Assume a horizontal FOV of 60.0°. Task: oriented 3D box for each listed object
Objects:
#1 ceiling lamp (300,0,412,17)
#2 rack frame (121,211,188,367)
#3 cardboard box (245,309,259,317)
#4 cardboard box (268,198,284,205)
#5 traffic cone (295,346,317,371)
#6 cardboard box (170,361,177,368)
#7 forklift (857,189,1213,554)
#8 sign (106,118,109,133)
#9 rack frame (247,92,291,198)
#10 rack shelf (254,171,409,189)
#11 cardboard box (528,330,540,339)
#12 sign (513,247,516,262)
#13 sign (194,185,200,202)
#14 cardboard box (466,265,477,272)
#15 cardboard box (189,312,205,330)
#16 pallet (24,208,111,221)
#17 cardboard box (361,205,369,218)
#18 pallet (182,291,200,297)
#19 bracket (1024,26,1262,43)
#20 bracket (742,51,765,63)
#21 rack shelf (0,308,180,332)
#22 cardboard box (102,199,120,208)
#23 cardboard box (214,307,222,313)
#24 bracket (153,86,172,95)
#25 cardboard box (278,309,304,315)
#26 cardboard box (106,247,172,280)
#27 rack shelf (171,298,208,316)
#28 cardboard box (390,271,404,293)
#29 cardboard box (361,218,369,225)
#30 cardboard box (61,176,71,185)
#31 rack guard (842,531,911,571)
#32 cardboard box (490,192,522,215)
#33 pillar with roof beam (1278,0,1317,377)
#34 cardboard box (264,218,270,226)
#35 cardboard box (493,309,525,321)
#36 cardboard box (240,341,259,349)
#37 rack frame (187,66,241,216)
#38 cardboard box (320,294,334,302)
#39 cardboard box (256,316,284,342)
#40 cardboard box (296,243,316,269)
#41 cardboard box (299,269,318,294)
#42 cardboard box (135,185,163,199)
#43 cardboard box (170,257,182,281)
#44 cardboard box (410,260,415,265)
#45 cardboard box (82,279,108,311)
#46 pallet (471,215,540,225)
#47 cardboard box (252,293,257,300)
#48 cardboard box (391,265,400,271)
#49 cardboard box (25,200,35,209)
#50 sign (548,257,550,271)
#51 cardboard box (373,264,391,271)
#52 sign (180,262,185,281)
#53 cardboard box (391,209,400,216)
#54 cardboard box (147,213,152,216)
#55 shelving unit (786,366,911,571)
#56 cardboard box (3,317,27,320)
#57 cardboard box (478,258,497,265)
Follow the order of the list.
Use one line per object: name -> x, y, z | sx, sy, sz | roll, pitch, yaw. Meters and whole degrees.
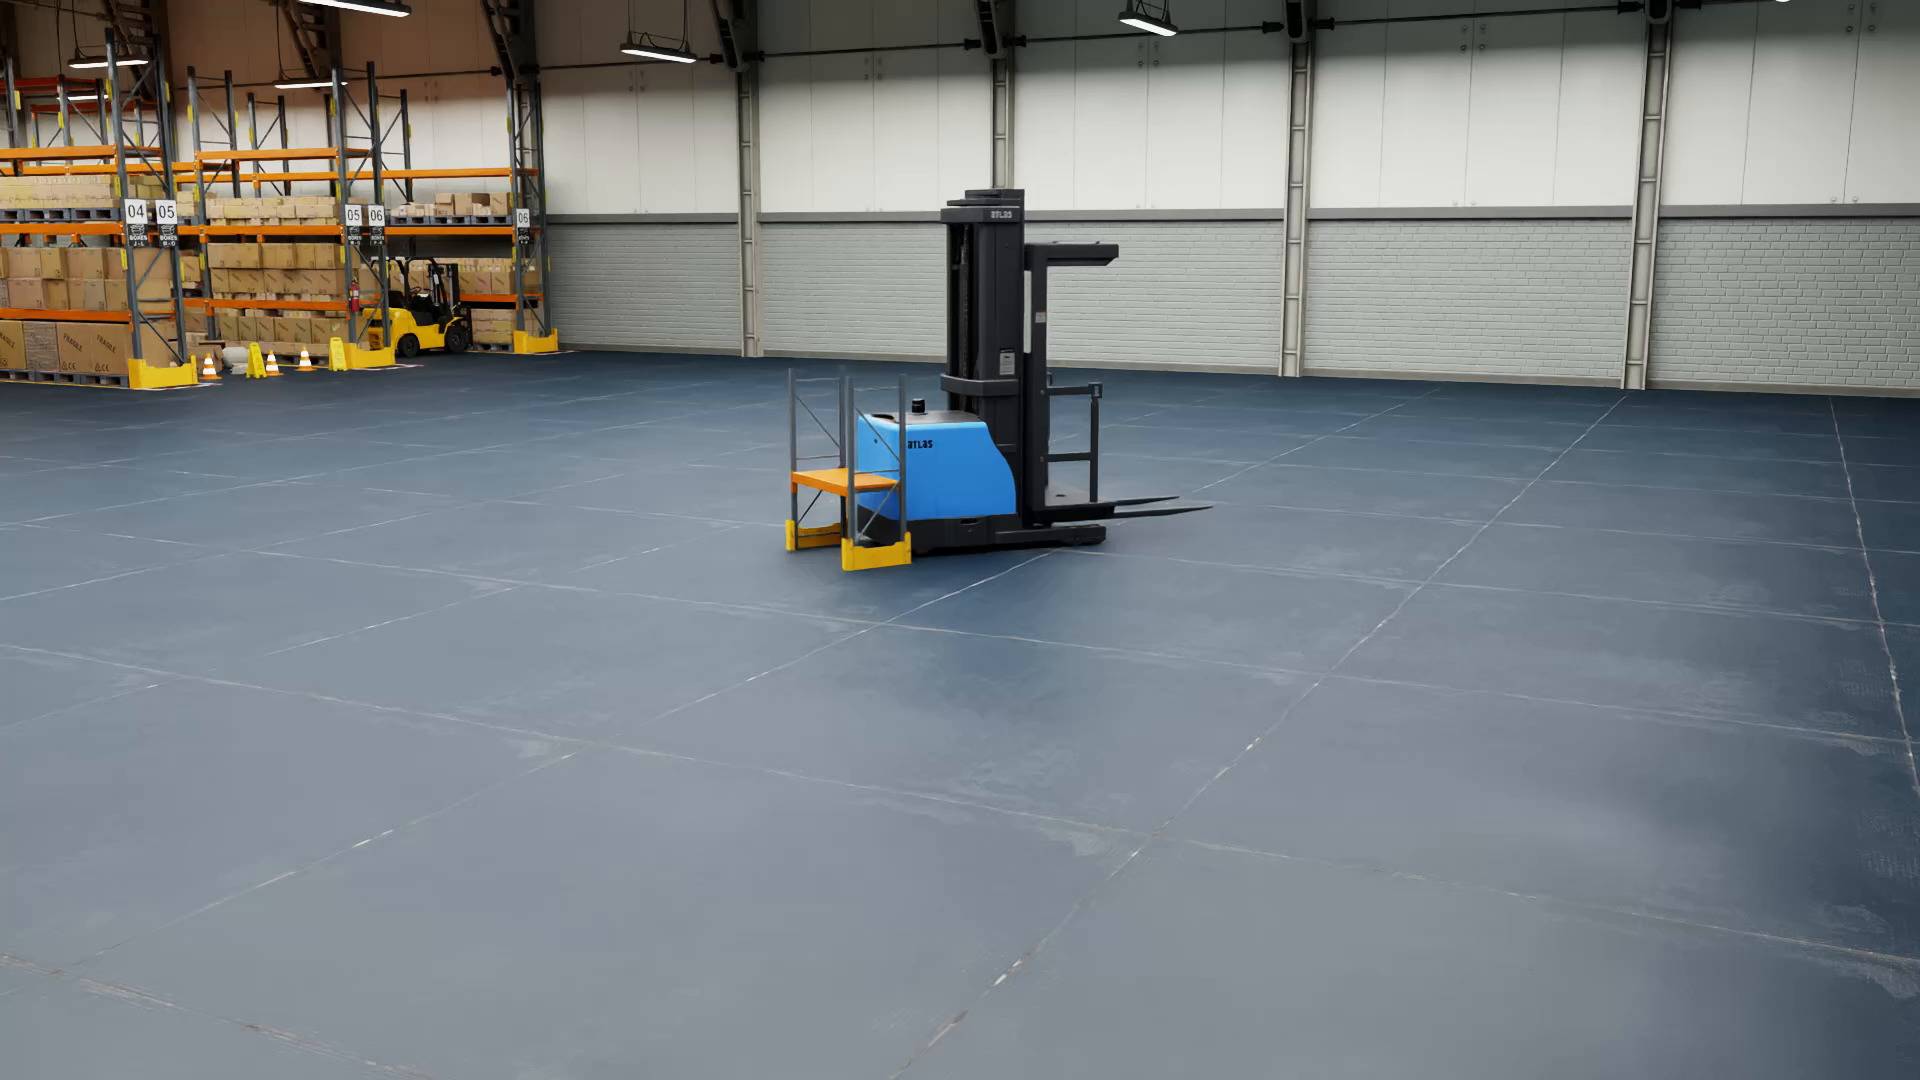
ceiling lamp -> -8.589, -9.272, 23.805 | 0.800, 3.185, 2.000 | 5, 11, 26
rack frame -> -13.989, -4.185, 28.934 | 0.127, 3.000, 1.000 | 5, 11, 26
cardboard box -> -14.520, -4.692, 34.346 | 0.250, 0.149, 0.380 | 6, 12, 28
cardboard box -> -13.713, -6.824, 33.555 | 0.250, 0.149, 0.380 | 5, 12, 27
traffic cone -> -12.846, -3.564, 32.621 | 0.334, 0.463, 0.336 | 5, 11, 26
cardboard box -> -15.220, -3.314, 31.796 | 0.258, 0.266, 0.396 | 7, 13, 36
forklift -> 0.694, -1.471, 14.125 | 3.031, 2.935, 1.130 | -4, 11, -21
sign -> -18.832, -9.152, 36.688 | 0.005, 0.325, 0.100 | 5, 11, 26
rack frame -> -16.871, -9.359, 40.677 | 0.127, 3.000, 1.000 | 5, 11, 26
rack shelf -> -15.077, -8.651, 39.906 | 4.000, 0.370, 1.077 | 5, 11, 26
cardboard box -> -10.050, -4.701, 38.322 | 0.500, 0.250, 0.500 | 5, 11, 26
sign -> -9.949, -6.378, 37.131 | 0.005, 0.325, 0.100 | 5, 11, 26
sign -> -15.719, -7.135, 34.248 | 0.005, 0.325, 0.100 | 5, 11, 26
cardboard box -> -11.057, -6.208, 38.009 | 0.250, 0.149, 0.380 | 5, 11, 24
cardboard box -> -19.196, -5.545, 42.284 | 0.500, 0.500, 0.500 | 5, 11, 24
pallet -> -15.757, -5.771, 29.518 | 1.213, 0.211, 1.003 | 5, 11, 26
cardboard box -> -12.222, -6.615, 33.520 | 0.500, 0.250, 0.500 | 5, 11, 25
pallet -> -17.270, -5.371, 36.020 | 1.213, 0.211, 1.003 | 5, 11, 26
bracket -> 3.380, -9.460, 31.123 | 4.783, 0.066, 0.076 | 5, 11, 26
bracket -> -4.326, -10.137, 34.865 | 0.430, 0.232, 0.235 | 5, 11, 26
rack shelf -> -15.783, -3.989, 29.869 | 4.000, 0.370, 1.077 | 5, 11, 26
cardboard box -> -14.437, -5.766, 28.488 | 0.250, 0.149, 0.380 | 5, 11, 26
cardboard box -> -18.602, -5.811, 41.932 | 0.250, 0.149, 0.380 | 4, 11, 23
bracket -> -20.468, -11.555, 42.702 | 0.430, 0.232, 0.235 | 5, 11, 26
cardboard box -> -16.317, -5.394, 41.101 | 0.625, 0.625, 0.875 | 5, 12, 28
cardboard box -> -14.305, -4.826, 29.020 | 0.550, 0.550, 0.875 | 5, 11, 26
rack shelf -> -17.270, -5.103, 36.022 | 4.000, 0.370, 1.077 | 5, 11, 26
cardboard box -> -13.001, -6.065, 39.037 | 0.500, 0.500, 0.500 | 5, 11, 24
cardboard box -> -12.043, -6.414, 33.532 | 0.250, 0.149, 0.380 | 5, 11, 26
cardboard box -> -15.351, -6.239, 28.862 | 0.250, 0.149, 0.380 | 5, 11, 26
rack guard -> -0.655, 0.086, 13.056 | 0.587, 0.250, 0.087 | -6, 12, -31
cardboard box -> -10.201, -7.554, 37.383 | 0.500, 0.500, 0.500 | 5, 12, 28
pillar with roof beam -> 4.315, -6.822, 26.656 | 0.548, 9.000, 9.100 | 5, 11, 26
cardboard box -> -13.921, -6.466, 33.817 | 0.250, 0.149, 0.380 | 5, 11, 26
cardboard box -> -10.247, -5.109, 37.771 | 0.500, 0.250, 0.500 | 5, 12, 28
cardboard box -> -14.583, -4.023, 34.577 | 0.500, 0.250, 0.500 | 6, 12, 29
rack frame -> -15.477, -8.251, 34.553 | 0.127, 3.000, 1.000 | 5, 11, 26
cardboard box -> -12.596, -4.858, 33.355 | 0.250, 0.149, 0.380 | 5, 11, 25
cardboard box -> -14.117, -4.351, 34.283 | 0.500, 0.500, 0.500 | 6, 12, 29
cardboard box -> -12.895, -5.718, 33.478 | 0.500, 0.500, 0.700 | 5, 11, 26
cardboard box -> -12.945, -5.219, 33.526 | 0.500, 0.500, 0.500 | 5, 11, 26
cardboard box -> -14.308, -6.069, 29.044 | 0.500, 0.250, 0.500 | 5, 11, 26
cardboard box -> -16.438, -5.740, 35.228 | 0.500, 0.500, 0.500 | 5, 11, 26
cardboard box -> -12.622, -6.510, 38.838 | 0.250, 0.149, 0.380 | 5, 11, 25
cardboard box -> -14.845, -4.321, 29.262 | 0.550, 0.550, 0.875 | 5, 11, 26
pallet -> -10.319, -7.269, 37.799 | 1.213, 0.211, 1.003 | 5, 11, 26
cardboard box -> -14.376, -5.031, 34.310 | 0.250, 0.149, 0.380 | 5, 11, 26
cardboard box -> -13.114, -6.394, 39.032 | 0.250, 0.149, 0.380 | 5, 11, 25
cardboard box -> -16.257, -5.926, 29.373 | 0.250, 0.149, 0.380 | 5, 11, 26
sign -> -9.446, -6.330, 38.131 | 0.005, 0.325, 0.100 | 5, 11, 26
cardboard box -> -13.688, -6.452, 39.355 | 0.250, 0.149, 0.380 | 5, 12, 28
sign -> -13.738, -4.739, 29.337 | 0.005, 0.325, 0.100 | 5, 11, 26
cardboard box -> -13.016, -7.617, 38.715 | 0.250, 0.149, 0.380 | 5, 12, 27
cardboard box -> -16.973, -7.012, 35.371 | 0.500, 0.250, 0.500 | 5, 11, 27
shelving unit -> -0.915, -0.605, 13.362 | 0.587, 1.500, 1.083 | -6, 12, -31
cardboard box -> -21.246, -4.985, 38.137 | 0.875, 0.875, 0.875 | 5, 12, 27
cardboard box -> -10.783, -6.349, 37.949 | 0.250, 0.149, 0.380 | 5, 11, 26
